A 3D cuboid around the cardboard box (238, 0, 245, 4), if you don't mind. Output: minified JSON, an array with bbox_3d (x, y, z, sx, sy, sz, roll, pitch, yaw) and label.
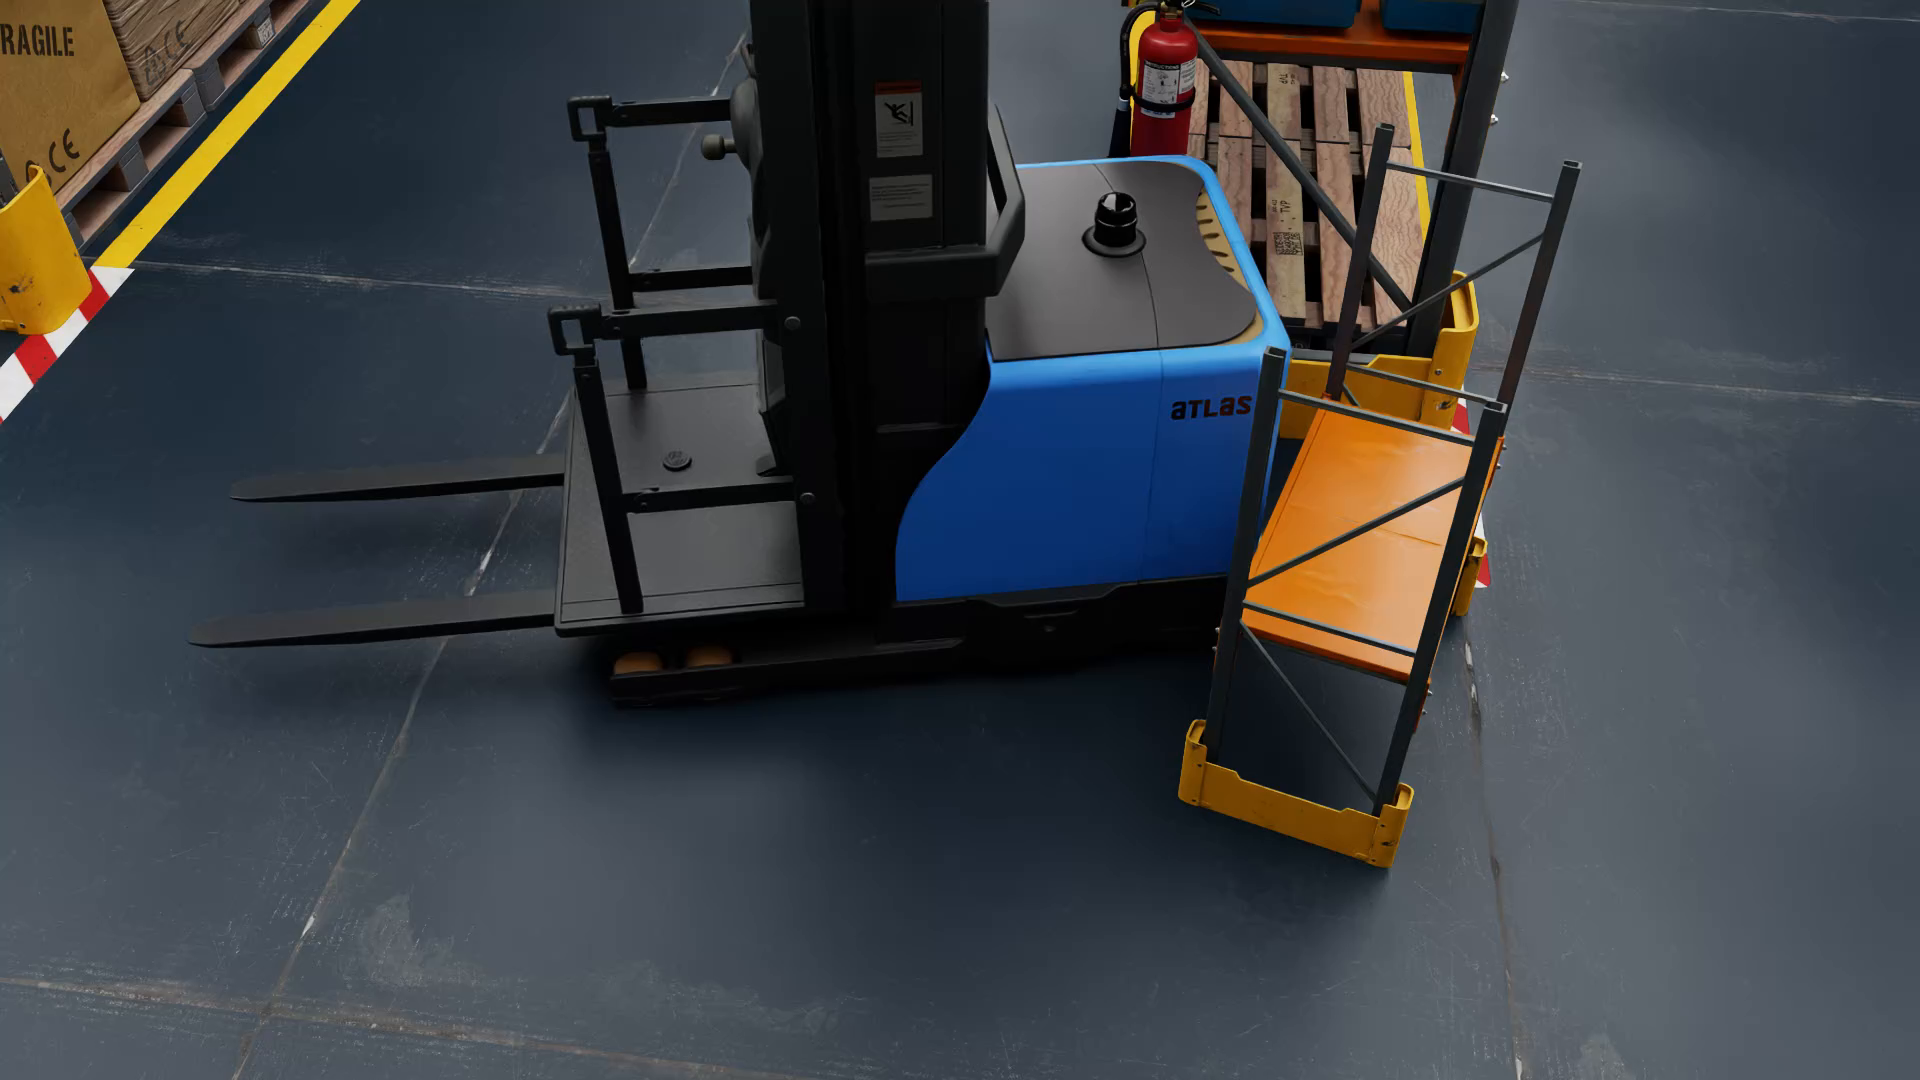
[{"bbox_3d":[-3.603,-3.063,7.544,0.875,0.875,0.875,5,44,6],"label":"cardboard box"}]

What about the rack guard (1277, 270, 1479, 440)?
[{"bbox_3d":[1.073,-0.637,5.559,1.175,0.500,0.348,5,44,6],"label":"rack guard"}]

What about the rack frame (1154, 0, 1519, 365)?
[{"bbox_3d":[1.064,-1.562,4.718,1.000,3.000,0.127,5,44,6],"label":"rack frame"}]

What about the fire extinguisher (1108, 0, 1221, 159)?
[{"bbox_3d":[0.593,-1.337,4.808,0.296,0.674,0.183,5,44,6],"label":"fire extinguisher"}]

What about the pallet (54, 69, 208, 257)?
[{"bbox_3d":[-3.818,-1.552,6.735,1.003,0.211,1.213,5,44,6],"label":"pallet"}]

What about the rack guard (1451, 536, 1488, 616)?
[{"bbox_3d":[1.268,0.037,5.029,0.587,0.250,0.087,17,46,17],"label":"rack guard"}]

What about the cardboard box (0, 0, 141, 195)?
[{"bbox_3d":[-3.841,-1.837,6.248,0.875,0.875,0.875,5,44,6],"label":"cardboard box"}]

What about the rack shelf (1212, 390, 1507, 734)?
[{"bbox_3d":[1.073,0.022,4.397,0.538,0.185,1.000,17,46,17],"label":"rack shelf"}]

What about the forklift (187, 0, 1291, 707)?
[{"bbox_3d":[-0.690,-0.975,4.148,3.031,2.935,1.130,-5,44,-5],"label":"forklift"}]

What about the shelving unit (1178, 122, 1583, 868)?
[{"bbox_3d":[1.070,-0.103,4.268,0.587,1.500,1.083,17,46,17],"label":"shelving unit"}]

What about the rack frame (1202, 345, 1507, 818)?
[{"bbox_3d":[0.871,0.212,3.935,0.500,1.500,0.032,17,46,17],"label":"rack frame"}]

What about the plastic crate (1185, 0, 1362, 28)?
[{"bbox_3d":[0.923,-1.842,4.944,0.616,0.435,0.499,5,44,6],"label":"plastic crate"}]

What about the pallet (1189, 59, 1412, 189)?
[{"bbox_3d":[1.375,-1.937,7.142,1.003,0.211,1.213,5,44,6],"label":"pallet"}]

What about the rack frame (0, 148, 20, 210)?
[{"bbox_3d":[-3.846,-2.012,5.194,1.000,3.000,0.127,5,44,6],"label":"rack frame"}]

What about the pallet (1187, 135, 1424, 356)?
[{"bbox_3d":[1.211,-1.108,6.267,1.003,0.211,1.213,5,44,6],"label":"pallet"}]

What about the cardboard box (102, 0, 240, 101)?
[{"bbox_3d":[-3.720,-2.457,6.903,0.875,0.875,0.875,5,44,6],"label":"cardboard box"}]

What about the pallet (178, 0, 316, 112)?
[{"bbox_3d":[-3.654,-2.381,7.611,1.003,0.211,1.213,5,44,6],"label":"pallet"}]

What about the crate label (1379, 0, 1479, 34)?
[{"bbox_3d":[1.423,-1.661,4.901,0.416,0.233,0.303,5,44,6],"label":"crate label"}]

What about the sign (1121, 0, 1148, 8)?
[{"bbox_3d":[0.516,-1.660,4.703,0.100,0.325,0.005,5,44,6],"label":"sign"}]

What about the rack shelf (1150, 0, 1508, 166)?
[{"bbox_3d":[1.328,-2.664,6.405,1.077,0.370,4.000,5,44,6],"label":"rack shelf"}]

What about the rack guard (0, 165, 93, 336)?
[{"bbox_3d":[-3.849,-1.088,6.036,1.175,0.500,0.348,5,44,6],"label":"rack guard"}]

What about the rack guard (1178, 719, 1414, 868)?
[{"bbox_3d":[0.871,0.665,4.366,0.587,0.250,0.087,17,46,17],"label":"rack guard"}]

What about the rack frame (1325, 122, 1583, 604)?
[{"bbox_3d":[1.276,-0.429,4.612,0.500,1.500,0.032,17,46,17],"label":"rack frame"}]
